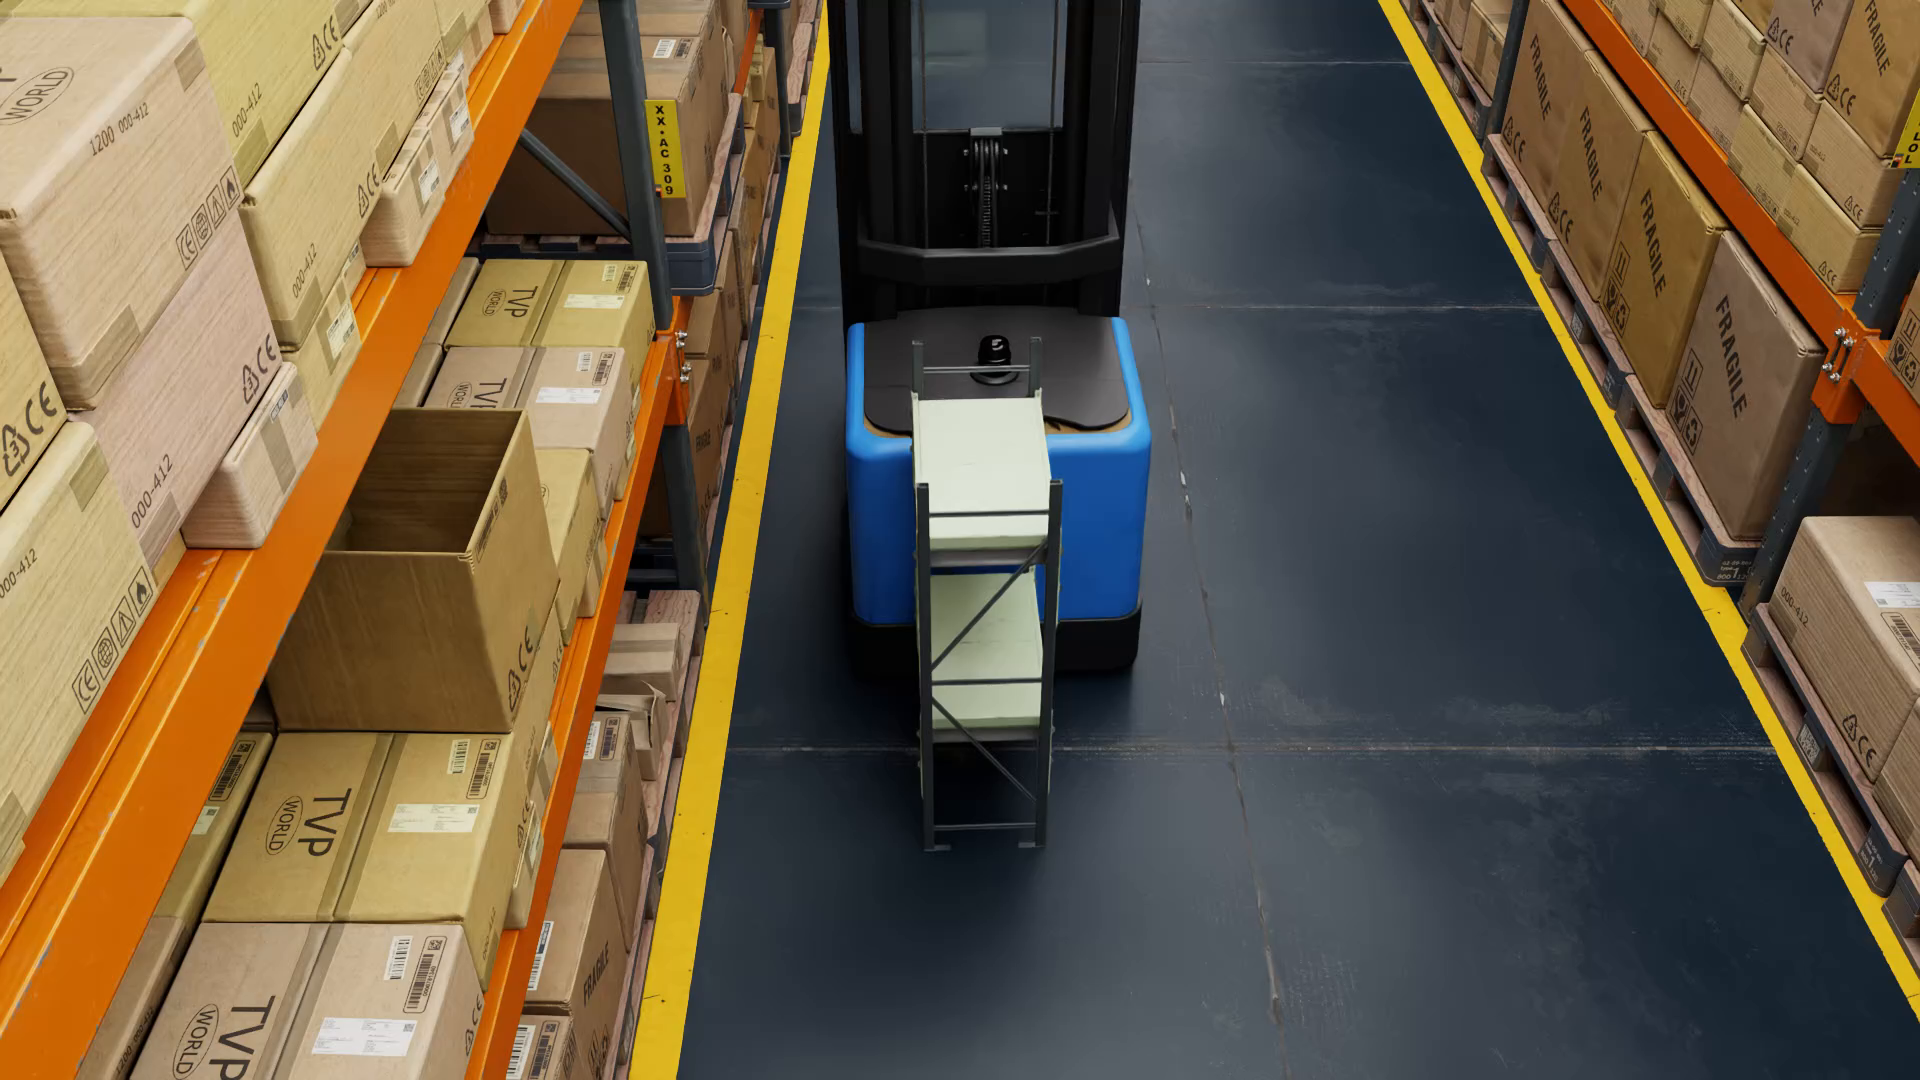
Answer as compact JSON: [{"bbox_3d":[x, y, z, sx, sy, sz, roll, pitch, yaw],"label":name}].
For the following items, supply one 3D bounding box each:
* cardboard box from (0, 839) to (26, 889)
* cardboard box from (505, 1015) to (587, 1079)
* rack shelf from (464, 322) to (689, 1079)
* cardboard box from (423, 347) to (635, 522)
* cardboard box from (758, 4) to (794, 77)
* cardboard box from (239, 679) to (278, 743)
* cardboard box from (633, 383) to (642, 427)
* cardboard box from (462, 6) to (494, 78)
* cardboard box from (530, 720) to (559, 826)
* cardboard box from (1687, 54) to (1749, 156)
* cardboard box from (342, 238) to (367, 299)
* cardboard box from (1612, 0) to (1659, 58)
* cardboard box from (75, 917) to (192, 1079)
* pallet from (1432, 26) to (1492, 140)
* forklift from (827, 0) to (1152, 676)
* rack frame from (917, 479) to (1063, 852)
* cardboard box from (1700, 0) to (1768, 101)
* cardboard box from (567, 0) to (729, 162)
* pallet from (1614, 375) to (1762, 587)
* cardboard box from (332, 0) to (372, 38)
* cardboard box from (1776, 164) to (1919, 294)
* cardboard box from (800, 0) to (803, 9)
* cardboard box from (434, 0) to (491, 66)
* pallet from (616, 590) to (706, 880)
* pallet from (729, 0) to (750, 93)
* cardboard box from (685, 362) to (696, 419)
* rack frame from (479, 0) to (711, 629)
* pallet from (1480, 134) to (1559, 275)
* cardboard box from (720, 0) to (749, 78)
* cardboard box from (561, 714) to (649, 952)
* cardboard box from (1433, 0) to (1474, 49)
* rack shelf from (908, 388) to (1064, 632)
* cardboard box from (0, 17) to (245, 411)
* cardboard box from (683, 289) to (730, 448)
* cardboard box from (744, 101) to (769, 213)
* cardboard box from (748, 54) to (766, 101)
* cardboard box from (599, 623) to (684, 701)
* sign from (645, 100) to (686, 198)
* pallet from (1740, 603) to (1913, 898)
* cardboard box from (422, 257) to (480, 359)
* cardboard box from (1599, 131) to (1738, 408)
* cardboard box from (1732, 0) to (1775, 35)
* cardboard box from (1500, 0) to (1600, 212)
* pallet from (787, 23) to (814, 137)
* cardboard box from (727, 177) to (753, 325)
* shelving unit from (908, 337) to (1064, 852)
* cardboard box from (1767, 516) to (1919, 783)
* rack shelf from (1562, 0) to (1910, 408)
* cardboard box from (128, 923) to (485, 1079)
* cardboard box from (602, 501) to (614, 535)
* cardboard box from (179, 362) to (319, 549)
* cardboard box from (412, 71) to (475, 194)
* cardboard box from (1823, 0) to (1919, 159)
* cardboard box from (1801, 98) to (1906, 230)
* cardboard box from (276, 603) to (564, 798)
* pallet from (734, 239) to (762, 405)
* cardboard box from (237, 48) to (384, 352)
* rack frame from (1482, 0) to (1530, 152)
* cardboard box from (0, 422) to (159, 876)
[{"bbox_3d":[-1.225,0.358,1.707,0.380,0.149,0.250,1,39,1],"label":"cardboard box"},{"bbox_3d":[-1.325,1.524,4.112,0.700,0.500,0.500,1,39,2],"label":"cardboard box"},{"bbox_3d":[-1.460,0.660,4.103,1.077,0.370,4.000,0,39,0],"label":"rack shelf"},{"bbox_3d":[-1.202,-0.297,4.605,0.500,0.250,0.500,0,39,0],"label":"cardboard box"},{"bbox_3d":[-1.454,-3.000,9.658,0.875,0.625,0.625,1,39,1],"label":"cardboard box"},{"bbox_3d":[-1.719,0.326,3.827,0.500,0.250,0.500,0,39,0],"label":"cardboard box"},{"bbox_3d":[-1.187,-0.411,5.066,0.380,0.149,0.250,1,39,1],"label":"cardboard box"},{"bbox_3d":[-1.211,-1.078,3.498,0.380,0.149,0.250,1,39,1],"label":"cardboard box"},{"bbox_3d":[-1.156,0.552,3.864,0.380,0.149,0.250,1,39,1],"label":"cardboard box"},{"bbox_3d":[3.268,-1.733,6.634,0.500,0.250,0.500,-1,39,-1],"label":"cardboard box"},{"bbox_3d":[-1.202,-0.441,2.704,0.380,0.149,0.250,0,39,-1],"label":"cardboard box"},{"bbox_3d":[3.259,-2.365,7.422,0.500,0.250,0.500,1,39,1],"label":"cardboard box"},{"bbox_3d":[-1.723,0.962,3.032,0.500,0.250,0.500,0,39,0],"label":"cardboard box"},{"bbox_3d":[3.498,-2.779,10.049,1.003,0.211,1.213,0,39,0],"label":"pallet"},{"bbox_3d":[0.071,-1.553,6.344,1.130,2.935,3.031,-2,39,-2],"label":"forklift"},{"bbox_3d":[0.081,0.430,5.014,0.400,1.500,0.023,-1,39,-2],"label":"rack frame"},{"bbox_3d":[3.244,-1.926,6.475,0.500,0.250,0.500,1,39,1],"label":"cardboard box"},{"bbox_3d":[-1.239,-1.701,6.058,0.700,0.500,0.500,0,39,0],"label":"cardboard box"},{"bbox_3d":[3.426,-0.272,6.920,1.003,0.211,1.213,0,39,0],"label":"pallet"},{"bbox_3d":[-1.213,-1.022,2.710,0.500,0.250,0.500,1,39,1],"label":"cardboard box"},{"bbox_3d":[3.249,-1.099,5.843,0.500,0.250,0.500,-1,39,-1],"label":"cardboard box"},{"bbox_3d":[-1.463,-3.830,10.693,0.875,0.625,0.625,-2,39,-2],"label":"cardboard box"},{"bbox_3d":[-1.211,-1.153,3.273,0.500,0.250,0.500,1,39,1],"label":"cardboard box"},{"bbox_3d":[-1.462,0.646,5.775,1.003,0.211,1.213,0,39,0],"label":"pallet"},{"bbox_3d":[-1.460,-2.082,7.103,1.003,0.211,1.213,0,39,0],"label":"pallet"},{"bbox_3d":[-1.196,-0.538,6.167,0.380,0.149,0.250,2,39,2],"label":"cardboard box"},{"bbox_3d":[-1.462,-0.871,5.439,1.000,3.000,0.127,0,39,0],"label":"rack frame"},{"bbox_3d":[3.423,-1.798,8.824,1.003,0.211,1.213,0,39,0],"label":"pallet"},{"bbox_3d":[-1.240,-2.192,6.670,0.700,0.500,0.500,0,39,0],"label":"cardboard box"},{"bbox_3d":[-1.326,0.875,4.922,0.700,0.500,0.500,-1,39,-2],"label":"cardboard box"},{"bbox_3d":[3.498,-3.332,10.275,0.950,0.372,0.625,-1,39,-1],"label":"cardboard box"},{"bbox_3d":[0.066,-0.103,5.055,0.431,0.370,0.720,-1,39,-2],"label":"rack shelf"},{"bbox_3d":[-1.188,-0.389,1.920,0.500,0.250,0.500,0,39,0],"label":"cardboard box"},{"bbox_3d":[-1.248,-0.696,6.882,0.500,0.500,0.500,-1,39,-1],"label":"cardboard box"},{"bbox_3d":[-1.261,-1.984,8.490,0.500,0.500,0.500,-1,39,-1],"label":"cardboard box"},{"bbox_3d":[-1.181,-2.335,8.410,0.380,0.149,0.250,-2,39,-2],"label":"cardboard box"},{"bbox_3d":[-1.168,0.425,5.765,0.380,0.149,0.250,-1,39,-1],"label":"cardboard box"},{"bbox_3d":[-0.919,-1.214,5.175,0.100,0.325,0.005,0,39,0],"label":"sign"},{"bbox_3d":[3.424,0.686,5.725,1.003,0.211,1.213,0,39,0],"label":"pallet"},{"bbox_3d":[-1.731,-0.619,5.006,0.500,0.250,0.500,0,39,-1],"label":"cardboard box"},{"bbox_3d":[3.412,-1.165,7.168,0.875,0.875,0.875,1,39,1],"label":"cardboard box"},{"bbox_3d":[3.261,-2.226,6.250,0.500,0.500,0.500,1,39,1],"label":"cardboard box"},{"bbox_3d":[3.415,-2.282,8.562,0.875,0.875,0.875,0,39,0],"label":"cardboard box"},{"bbox_3d":[-1.428,-2.800,10.075,1.003,0.211,1.213,0,39,0],"label":"pallet"},{"bbox_3d":[-1.238,-1.332,7.677,0.500,0.500,0.500,-1,39,-2],"label":"cardboard box"},{"bbox_3d":[0.066,0.201,5.300,0.431,1.500,0.755,-1,39,-2],"label":"shelving unit"},{"bbox_3d":[3.395,0.351,5.626,0.875,0.438,0.875,-1,39,-1],"label":"cardboard box"},{"bbox_3d":[3.500,-1.847,7.232,1.077,0.370,4.000,0,39,0],"label":"rack shelf"},{"bbox_3d":[-1.189,0.973,3.019,0.500,0.250,0.500,0,39,0],"label":"cardboard box"},{"bbox_3d":[-1.189,-0.085,4.658,0.380,0.149,0.250,1,39,1],"label":"cardboard box"},{"bbox_3d":[-1.132,-0.122,2.306,0.380,0.149,0.250,1,39,1],"label":"cardboard box"},{"bbox_3d":[-1.135,-0.757,3.098,0.380,0.149,0.250,1,39,1],"label":"cardboard box"},{"bbox_3d":[3.250,-1.586,5.451,0.500,0.500,0.500,1,39,1],"label":"cardboard box"},{"bbox_3d":[3.258,-1.289,5.681,0.500,0.250,0.500,0,39,0],"label":"cardboard box"},{"bbox_3d":[-1.215,0.336,3.814,0.500,0.250,0.500,-1,39,-1],"label":"cardboard box"},{"bbox_3d":[-1.505,-1.057,7.900,1.003,0.211,1.213,0,39,0],"label":"pallet"},{"bbox_3d":[-1.194,-0.514,2.476,0.500,0.250,0.500,-1,39,-1],"label":"cardboard box"},{"bbox_3d":[3.497,-3.379,8.568,1.000,3.000,0.127,0,39,0],"label":"rack frame"},{"bbox_3d":[-1.184,0.124,1.680,0.500,0.250,0.500,0,39,-1],"label":"cardboard box"}]
